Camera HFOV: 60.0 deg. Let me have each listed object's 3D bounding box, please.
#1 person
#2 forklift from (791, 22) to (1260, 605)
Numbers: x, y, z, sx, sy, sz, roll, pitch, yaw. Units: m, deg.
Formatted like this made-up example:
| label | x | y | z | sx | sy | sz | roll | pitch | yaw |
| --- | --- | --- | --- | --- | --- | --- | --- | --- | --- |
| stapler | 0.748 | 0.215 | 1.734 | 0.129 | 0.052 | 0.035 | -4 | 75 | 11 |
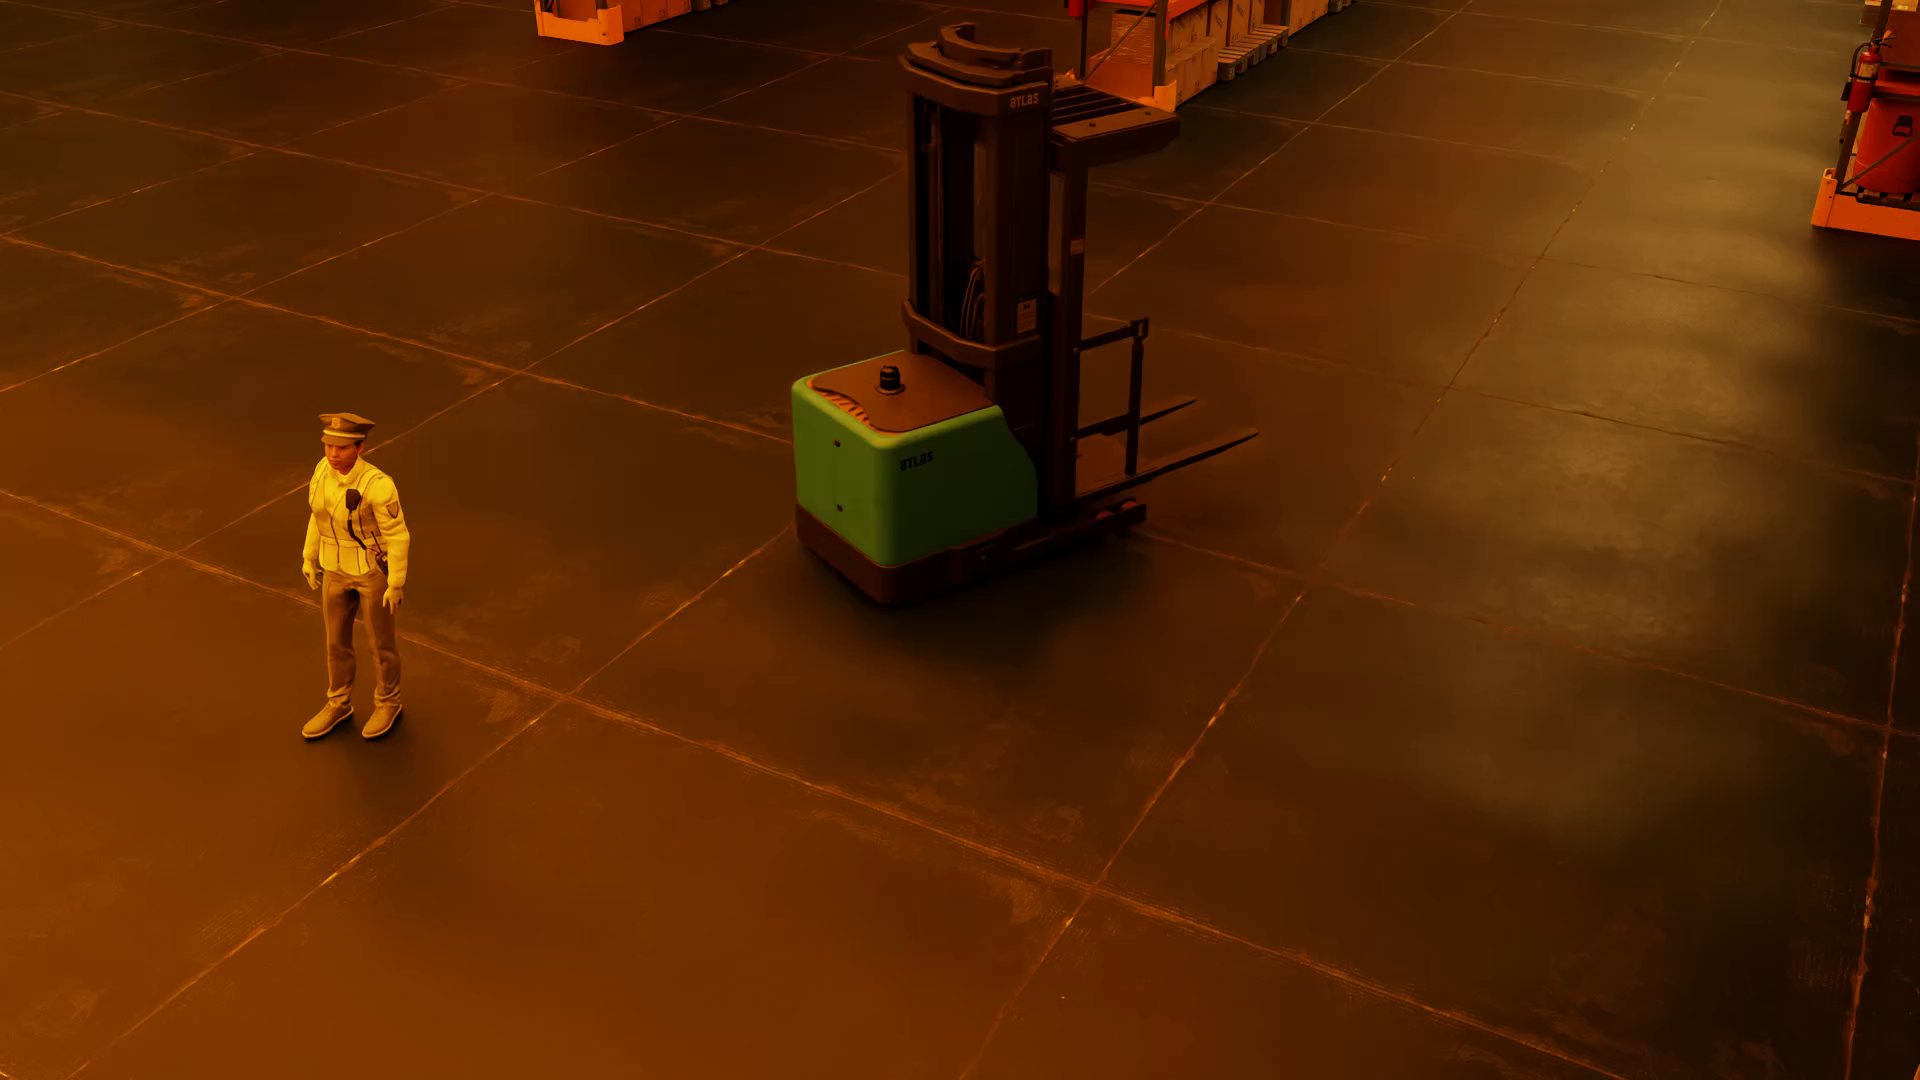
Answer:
| label | x | y | z | sx | sy | sz | roll | pitch | yaw |
| --- | --- | --- | --- | --- | --- | --- | --- | --- | --- |
| person | -2.929 | 0.182 | 7.978 | 0.589 | 1.696 | 0.532 | 11 | 32 | 19 |
| forklift | 0.520 | -1.478 | 9.632 | 3.031 | 2.935 | 1.130 | -20 | 35 | -30 |
